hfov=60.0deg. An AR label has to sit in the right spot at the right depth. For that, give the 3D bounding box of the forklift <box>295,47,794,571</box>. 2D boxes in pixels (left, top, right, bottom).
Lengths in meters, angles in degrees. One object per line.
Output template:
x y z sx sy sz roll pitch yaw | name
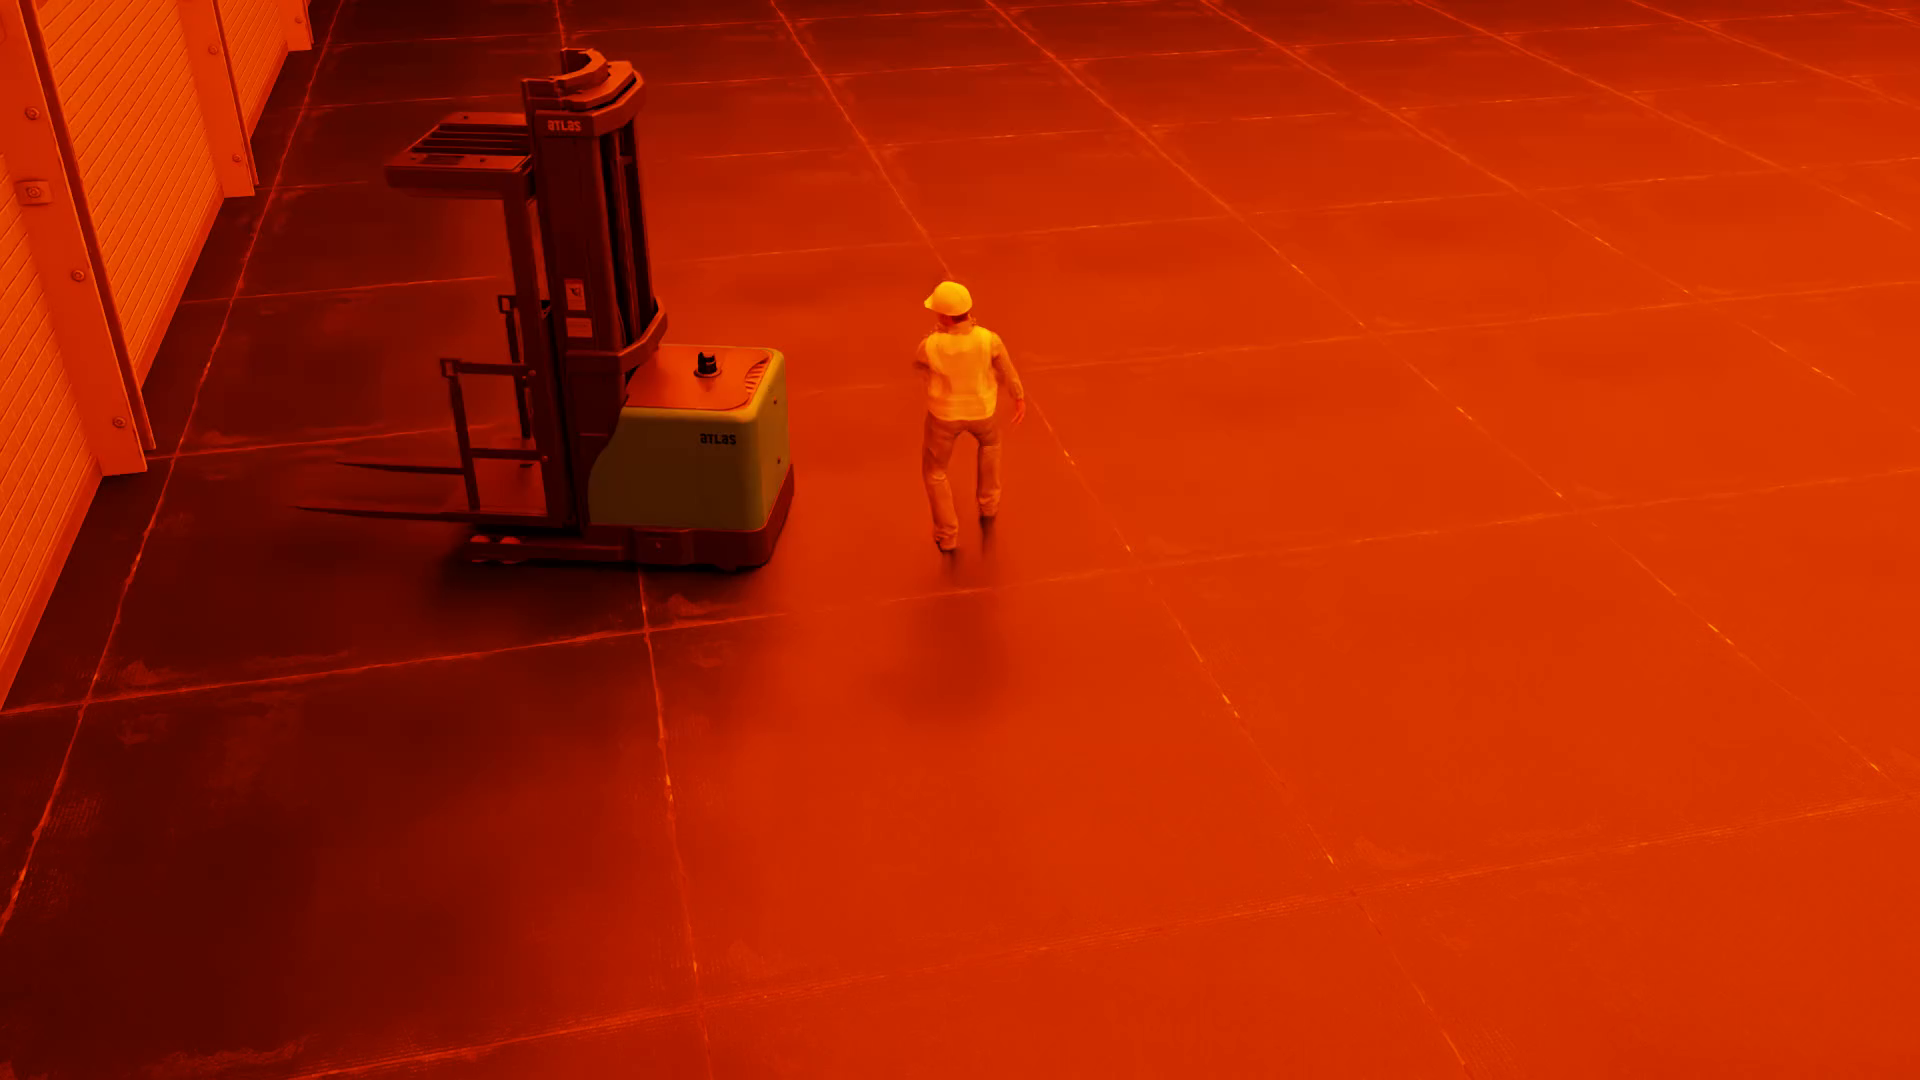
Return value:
-2.634 -1.378 9.956 3.031 2.935 1.130 3 30 5 | forklift

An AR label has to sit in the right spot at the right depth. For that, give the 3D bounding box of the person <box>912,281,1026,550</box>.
0.055 -0.858 10.308 0.695 1.688 0.789 -7 31 -13 | person
